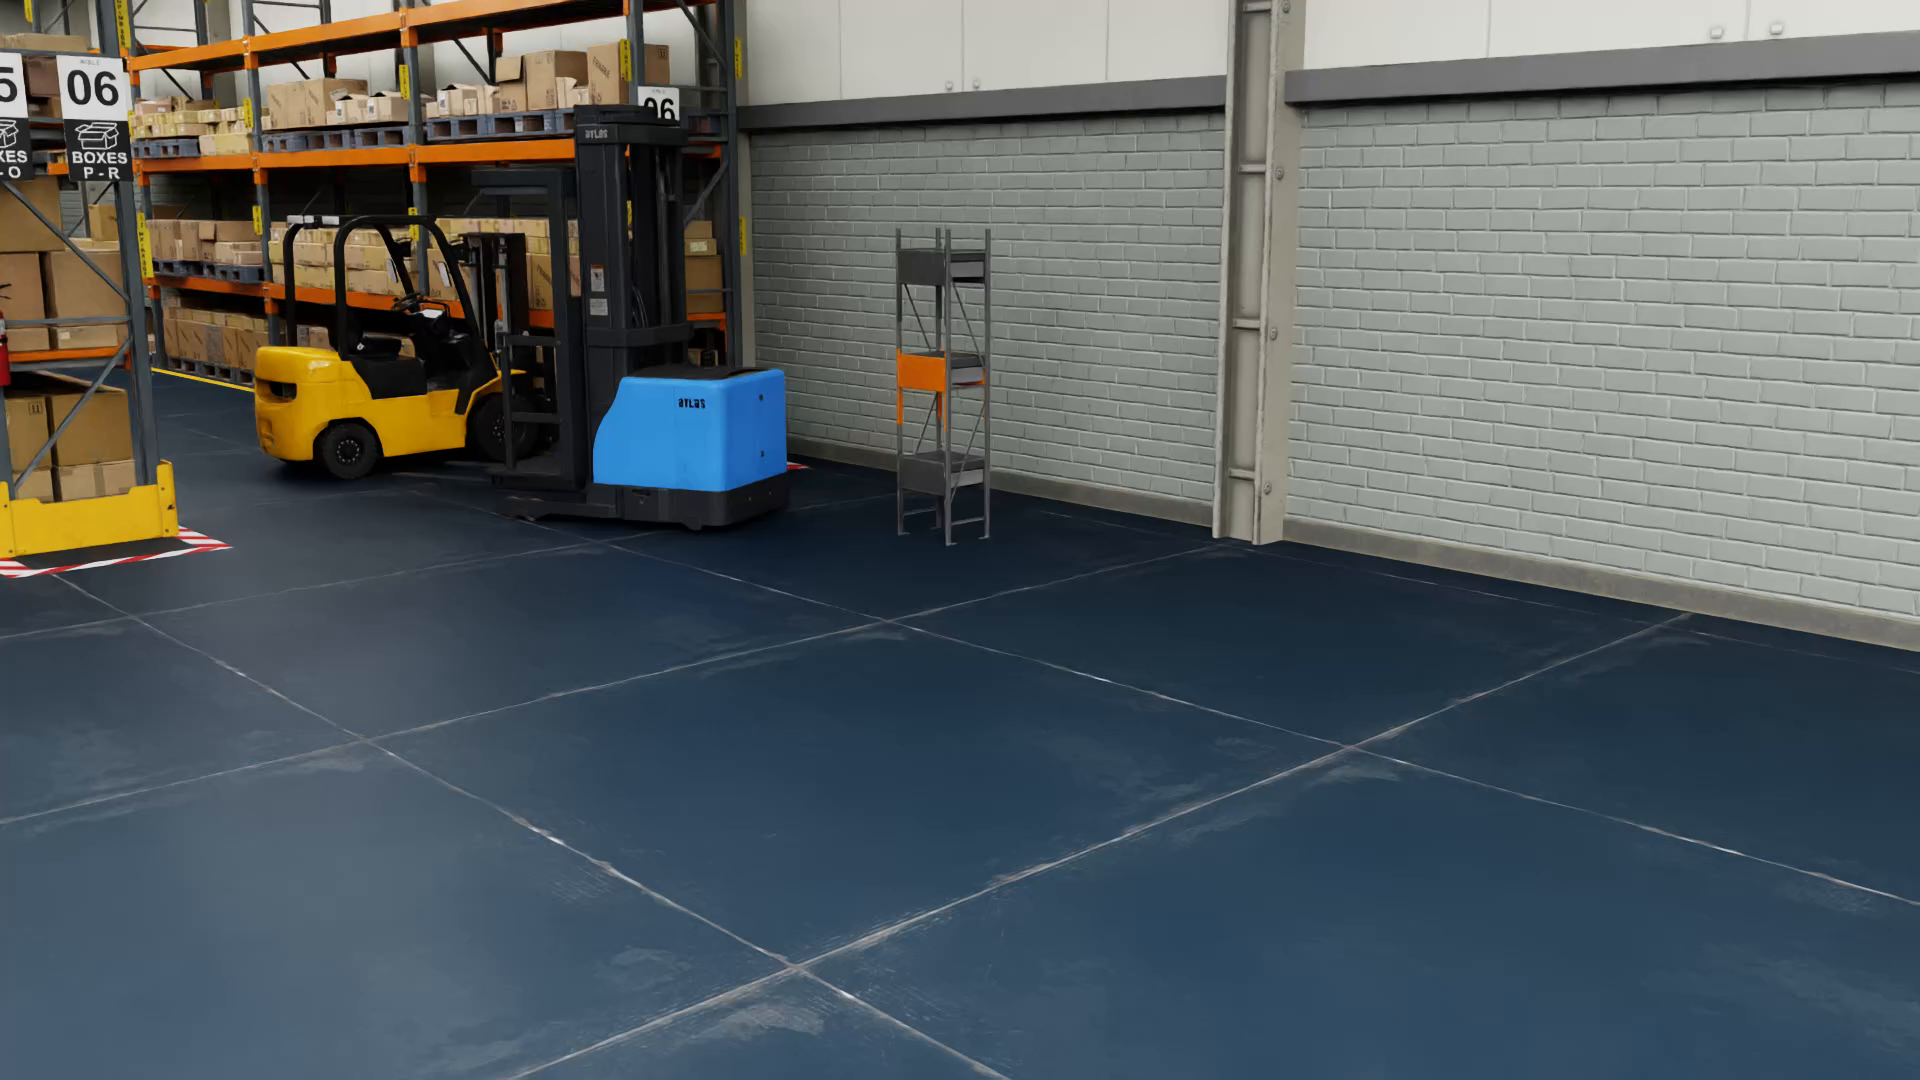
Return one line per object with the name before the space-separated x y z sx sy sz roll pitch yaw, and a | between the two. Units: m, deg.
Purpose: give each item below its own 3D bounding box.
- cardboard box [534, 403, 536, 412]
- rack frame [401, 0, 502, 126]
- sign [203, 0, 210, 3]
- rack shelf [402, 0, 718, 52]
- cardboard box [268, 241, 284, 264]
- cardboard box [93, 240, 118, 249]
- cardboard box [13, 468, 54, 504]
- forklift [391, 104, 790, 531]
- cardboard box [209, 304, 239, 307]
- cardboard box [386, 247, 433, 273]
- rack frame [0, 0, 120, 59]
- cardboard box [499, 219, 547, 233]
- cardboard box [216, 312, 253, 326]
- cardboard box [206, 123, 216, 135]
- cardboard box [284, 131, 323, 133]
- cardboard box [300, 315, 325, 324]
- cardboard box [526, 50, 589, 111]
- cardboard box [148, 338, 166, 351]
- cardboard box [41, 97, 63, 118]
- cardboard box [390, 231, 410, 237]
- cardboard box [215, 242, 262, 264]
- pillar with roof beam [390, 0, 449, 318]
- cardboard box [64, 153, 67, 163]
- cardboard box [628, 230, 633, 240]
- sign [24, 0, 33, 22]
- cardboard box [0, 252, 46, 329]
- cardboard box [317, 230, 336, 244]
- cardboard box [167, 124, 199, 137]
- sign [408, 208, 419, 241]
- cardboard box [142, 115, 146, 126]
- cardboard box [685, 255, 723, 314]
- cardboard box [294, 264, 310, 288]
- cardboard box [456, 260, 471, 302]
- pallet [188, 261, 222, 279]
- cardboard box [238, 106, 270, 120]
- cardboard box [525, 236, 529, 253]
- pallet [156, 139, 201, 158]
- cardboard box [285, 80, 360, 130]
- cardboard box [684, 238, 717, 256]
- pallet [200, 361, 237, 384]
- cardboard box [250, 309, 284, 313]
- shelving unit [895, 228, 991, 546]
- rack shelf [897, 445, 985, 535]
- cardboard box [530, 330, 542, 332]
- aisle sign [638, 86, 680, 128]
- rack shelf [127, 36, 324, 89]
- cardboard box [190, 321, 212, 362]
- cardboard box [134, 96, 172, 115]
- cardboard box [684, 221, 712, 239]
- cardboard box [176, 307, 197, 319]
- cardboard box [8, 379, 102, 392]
cardboard box | -3.929 -1.235 15.747 0.500 0.250 0.500 -10 15 -41
rack frame | -5.088 -5.653 16.549 1.000 3.000 0.127 -11 16 -43
sign | -10.215 -7.434 22.485 0.100 0.325 0.005 -11 16 -43
rack shelf | -3.707 -4.813 15.245 1.077 0.370 4.000 -11 16 -43
cardboard box | -7.738 -3.368 19.456 0.500 0.250 0.500 -11 16 -43
cardboard box | -12.187 -4.216 24.075 0.500 0.250 0.500 11 16 44
cardboard box | -6.682 -0.382 11.604 0.500 0.250 0.500 -11 16 -43
forklift | -2.837 -1.668 12.246 3.031 2.935 1.130 5 13 22
cardboard box | -10.150 -3.168 22.900 0.250 0.149 0.380 11 16 43
cardboard box | -5.612 -2.922 17.294 0.500 0.250 0.500 -11 16 -44
rack frame | -5.913 -4.377 10.355 1.000 3.000 0.127 -11 16 -43
cardboard box | -4.135 -2.962 15.763 0.380 0.149 0.250 -11 16 -43
cardboard box | -9.270 -2.832 21.269 0.250 0.149 0.380 11 16 42
cardboard box | -9.139 -5.099 20.678 0.380 0.149 0.250 -10 15 -41
cardboard box | -7.930 -4.976 20.080 0.380 0.149 0.250 -11 16 -42
cardboard box | -7.985 -2.717 20.712 0.380 0.149 0.250 -10 15 -40
cardboard box | -3.442 -4.098 14.897 0.700 0.500 0.500 -11 16 -42
cardboard box | -11.210 -2.732 23.263 0.250 0.149 0.380 11 16 43
cardboard box | -5.907 -2.878 11.138 0.380 0.149 0.250 -11 16 -42
cardboard box | -5.806 -3.178 17.550 0.380 0.149 0.250 -11 16 -43
cardboard box | -8.813 -3.540 20.489 0.500 0.250 0.500 11 16 42
pillar with roof beam | -9.411 -5.572 16.157 9.100 9.000 0.400 -11 16 -43
cardboard box | -13.123 -5.699 24.826 0.380 0.149 0.250 -11 16 -42
cardboard box | -2.725 -2.666 14.326 0.380 0.149 0.250 -11 16 -42
sign | -13.767 -7.825 24.580 0.100 0.325 0.005 -11 16 -43
cardboard box | -6.487 -1.674 11.119 0.500 0.500 0.500 -11 16 -44
cardboard box | -6.944 -3.391 18.580 0.380 0.149 0.250 -10 16 -41
cardboard box | -9.818 -5.197 21.103 0.380 0.149 0.250 -10 16 -41
sign | -5.473 -3.166 16.672 0.100 0.325 0.005 -11 16 -43
cardboard box | -10.488 -5.495 21.813 0.380 0.149 0.250 -11 16 -42
cardboard box | -2.467 -2.291 14.849 0.500 0.500 0.500 -10 15 -41
cardboard box | -7.377 -3.052 19.164 0.500 0.250 0.500 -11 16 -44
cardboard box | -4.598 -2.589 16.296 0.500 0.500 0.500 -11 16 -42
pallet | -9.196 -3.488 21.382 1.003 0.211 1.213 -11 16 -43
cardboard box | -8.301 -5.044 19.673 0.380 0.149 0.250 -10 15 -41
cardboard box | -4.004 -2.770 15.566 0.380 0.149 0.250 -11 16 -44
pallet | -9.494 -5.003 21.296 1.213 0.211 1.003 -11 16 -43
cardboard box | -7.105 -4.872 18.655 0.700 0.500 0.500 -11 16 -44
cardboard box | -2.372 -2.583 14.661 0.250 0.149 0.380 11 16 44
pallet | -9.177 -2.225 21.688 1.003 0.211 1.213 -11 16 -43
cardboard box | -9.072 -2.944 21.812 0.250 0.149 0.380 11 16 43
shelving unit | -0.114 -1.053 11.317 0.431 2.100 0.503 -11 16 -43
rack shelf | -0.114 -0.354 11.461 0.431 0.518 0.480 -11 16 -43
cardboard box | -4.608 -2.018 17.071 0.500 0.250 0.500 -10 16 -41
aisle sign | -2.492 -3.354 13.813 0.394 0.787 0.004 -11 16 -43
rack shelf | -9.231 -5.980 20.912 1.077 0.370 4.000 -11 16 -43
cardboard box | -9.725 -2.612 21.809 0.500 0.500 0.500 11 16 43
cardboard box | -10.657 -5.739 21.970 0.396 0.266 0.258 -11 16 -43
cardboard box | -2.403 -2.722 14.598 0.380 0.149 0.250 -11 16 -44
cardboard box | -10.310 -3.062 22.388 0.250 0.149 0.380 11 16 44
cardboard box | -6.651 -0.900 12.263 0.500 0.500 0.500 11 16 43
